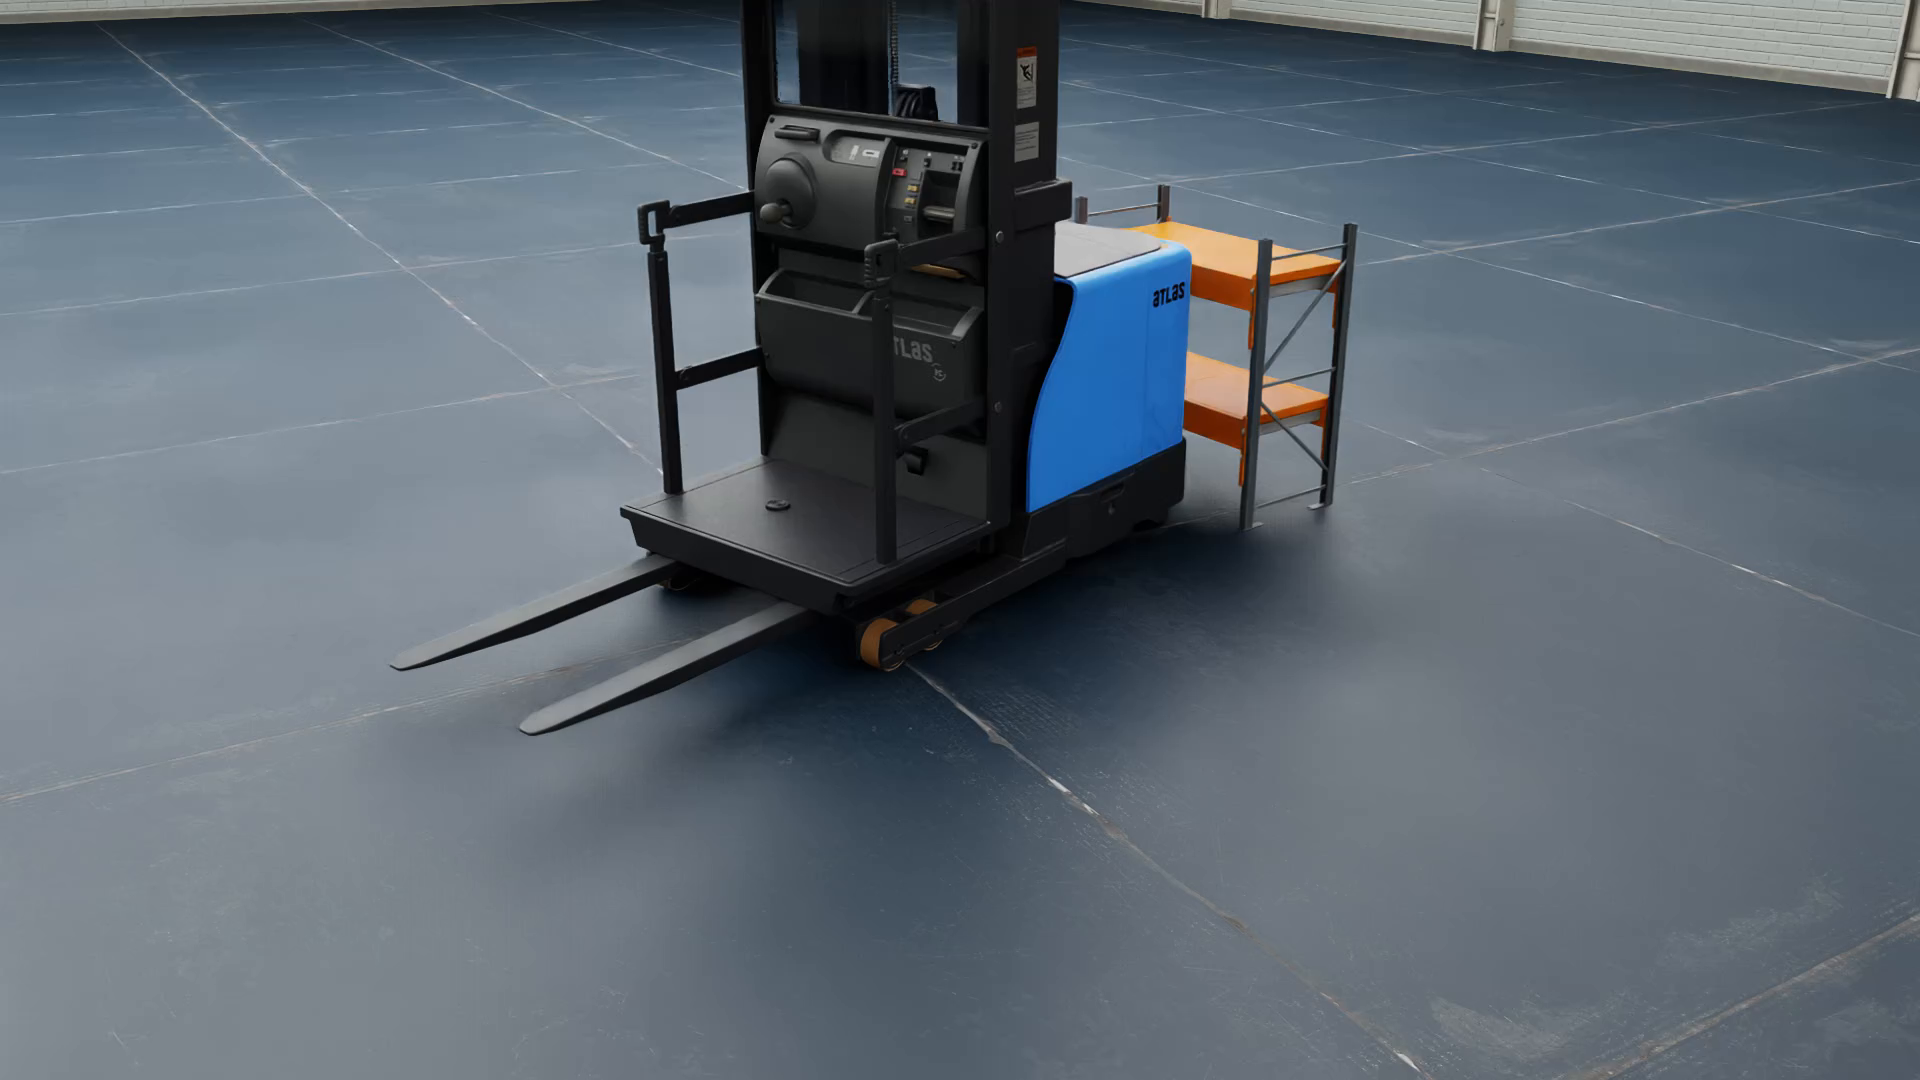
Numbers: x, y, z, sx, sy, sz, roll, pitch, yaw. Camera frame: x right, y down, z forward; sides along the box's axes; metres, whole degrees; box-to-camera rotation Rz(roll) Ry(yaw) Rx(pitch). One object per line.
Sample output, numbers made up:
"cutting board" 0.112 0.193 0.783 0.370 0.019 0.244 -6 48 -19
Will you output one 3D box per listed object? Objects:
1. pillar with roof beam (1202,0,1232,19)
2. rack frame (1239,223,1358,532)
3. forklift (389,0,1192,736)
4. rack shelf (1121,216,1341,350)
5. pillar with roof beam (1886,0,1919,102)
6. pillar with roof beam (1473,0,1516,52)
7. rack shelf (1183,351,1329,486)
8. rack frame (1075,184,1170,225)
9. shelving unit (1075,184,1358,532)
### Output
"pillar with roof beam" 0.574 -12.054 24.018 9.100 9.000 0.400 -13 25 -28
"rack frame" 1.284 -0.614 6.328 0.500 1.125 0.032 -16 27 -34
"forklift" -0.444 -1.152 5.253 1.130 2.935 3.031 17 28 36
"rack shelf" 0.980 -1.039 6.595 0.538 0.278 1.000 -16 27 -34
"pillar with roof beam" 6.704 -8.170 14.461 9.100 9.000 0.400 -13 25 -28
"pillar with roof beam" 3.639 -10.112 19.239 9.100 9.000 0.400 -13 25 -28
"rack shelf" 0.980 -0.541 6.797 0.538 0.278 1.000 -16 27 -34
"rack frame" 0.676 -0.921 7.083 0.500 1.125 0.032 -16 27 -34
"shelving unit" 0.980 -0.768 6.705 0.538 1.125 1.048 -16 27 -34
